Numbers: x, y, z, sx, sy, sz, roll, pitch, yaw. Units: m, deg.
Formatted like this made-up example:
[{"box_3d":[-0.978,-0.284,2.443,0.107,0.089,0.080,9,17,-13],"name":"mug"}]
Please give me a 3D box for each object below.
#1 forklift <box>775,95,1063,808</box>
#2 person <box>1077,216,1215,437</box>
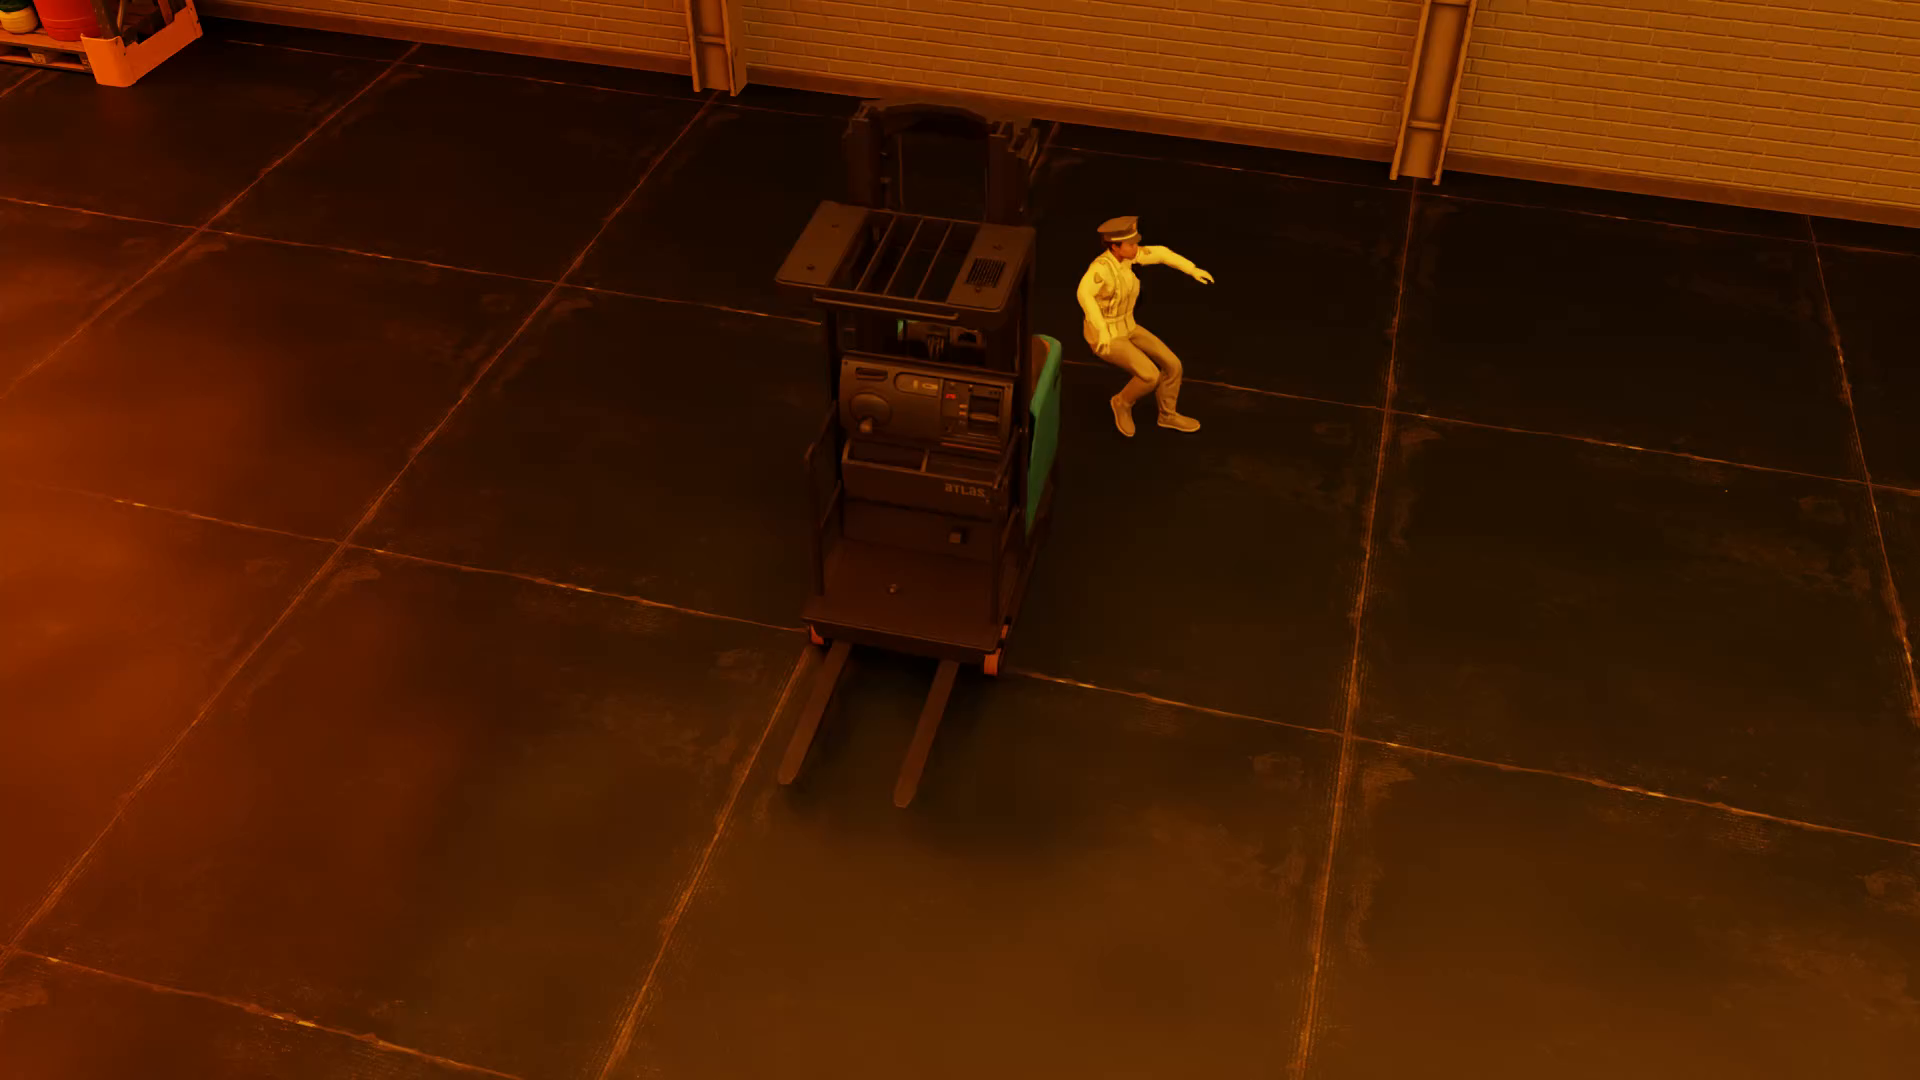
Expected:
[{"box_3d":[-0.230,-0.631,8.581,1.130,2.935,3.031,9,42,10],"name":"forklift"},{"box_3d":[1.152,-1.295,10.449,0.767,1.456,1.041,23,46,24],"name":"person"}]
